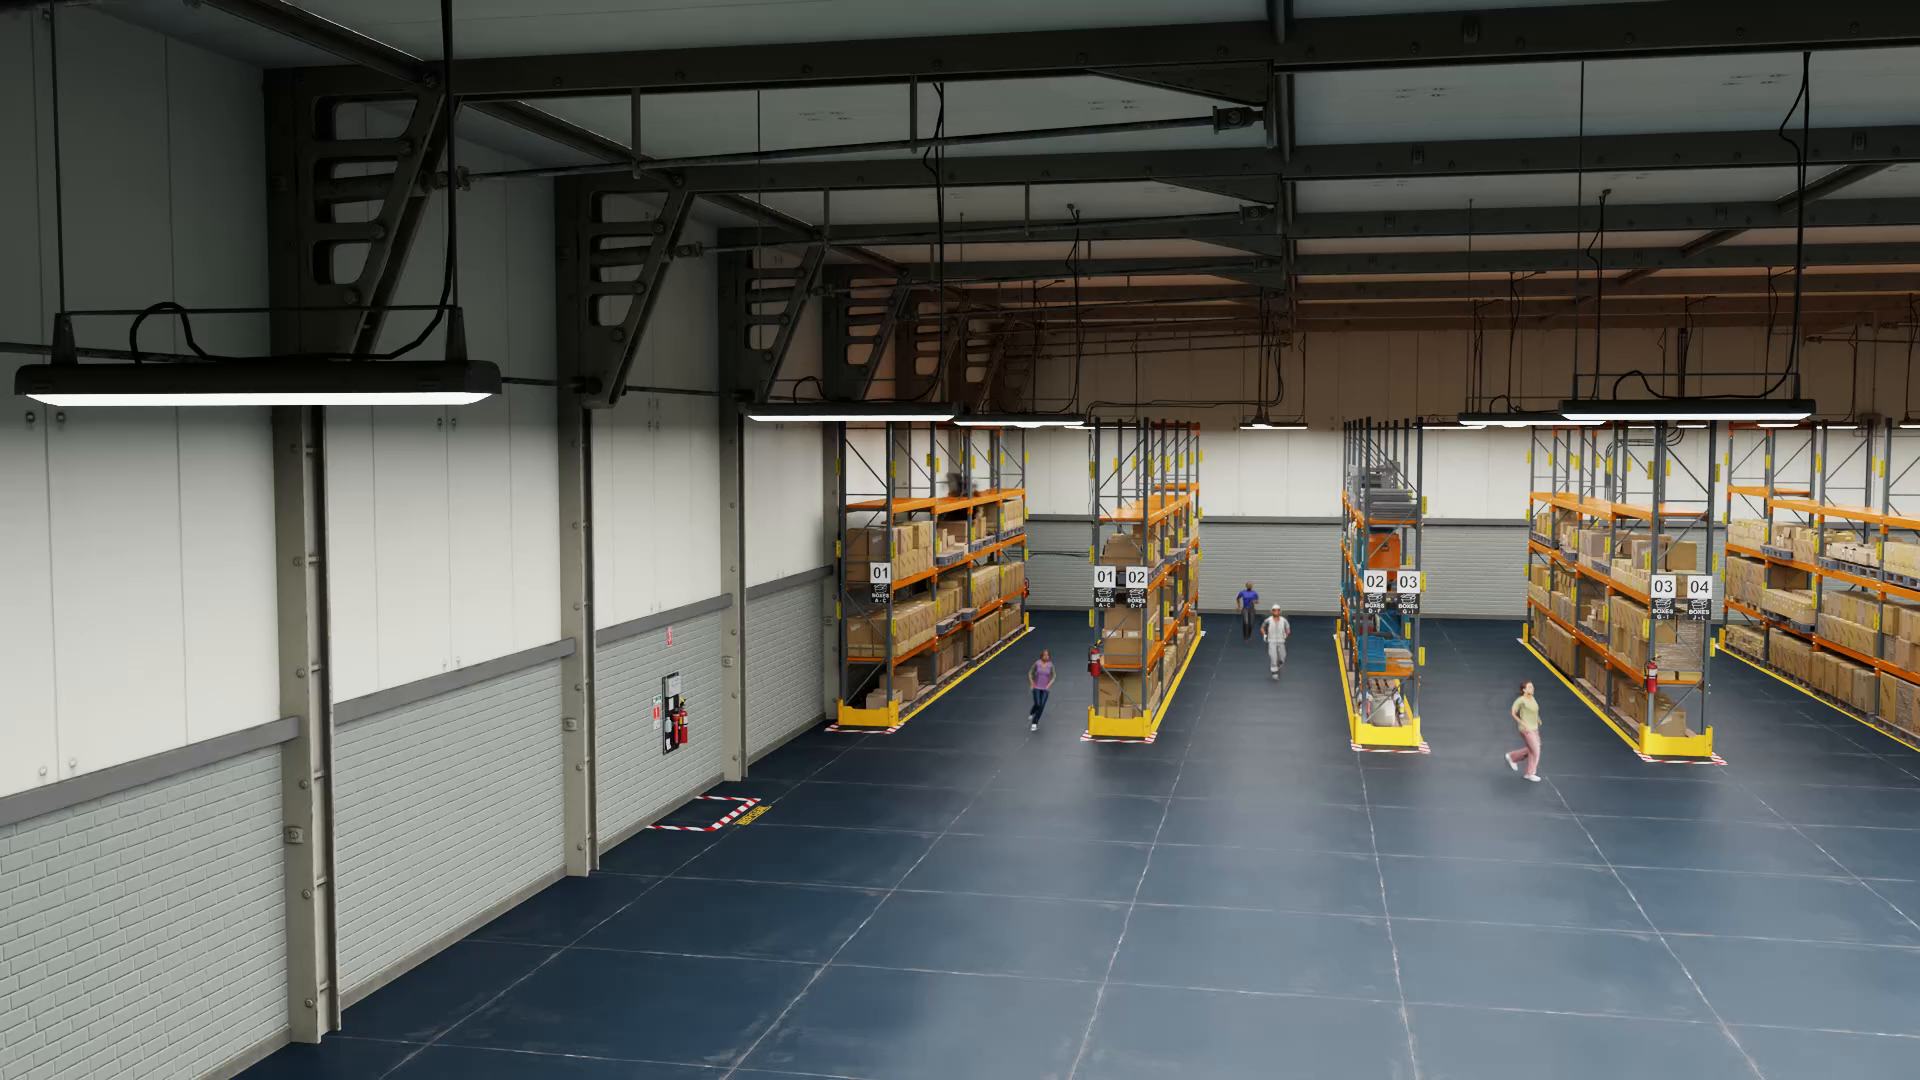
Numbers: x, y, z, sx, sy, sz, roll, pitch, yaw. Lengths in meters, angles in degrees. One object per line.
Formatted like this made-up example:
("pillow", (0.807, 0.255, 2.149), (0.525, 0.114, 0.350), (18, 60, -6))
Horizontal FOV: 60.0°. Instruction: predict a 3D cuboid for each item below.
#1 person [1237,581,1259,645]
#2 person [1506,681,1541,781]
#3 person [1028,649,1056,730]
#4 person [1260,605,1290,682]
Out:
("person", (7.812, 1.972, 45.065), (0.551, 1.715, 0.764), (0, 4, -1))
("person", (9.338, 3.131, 27.462), (0.576, 1.646, 0.589), (-3, 5, -42))
("person", (1.595, 2.884, 32.027), (0.528, 1.557, 0.510), (0, 4, -6))
("person", (7.265, 2.367, 38.284), (0.663, 1.748, 0.780), (0, 4, 2))
